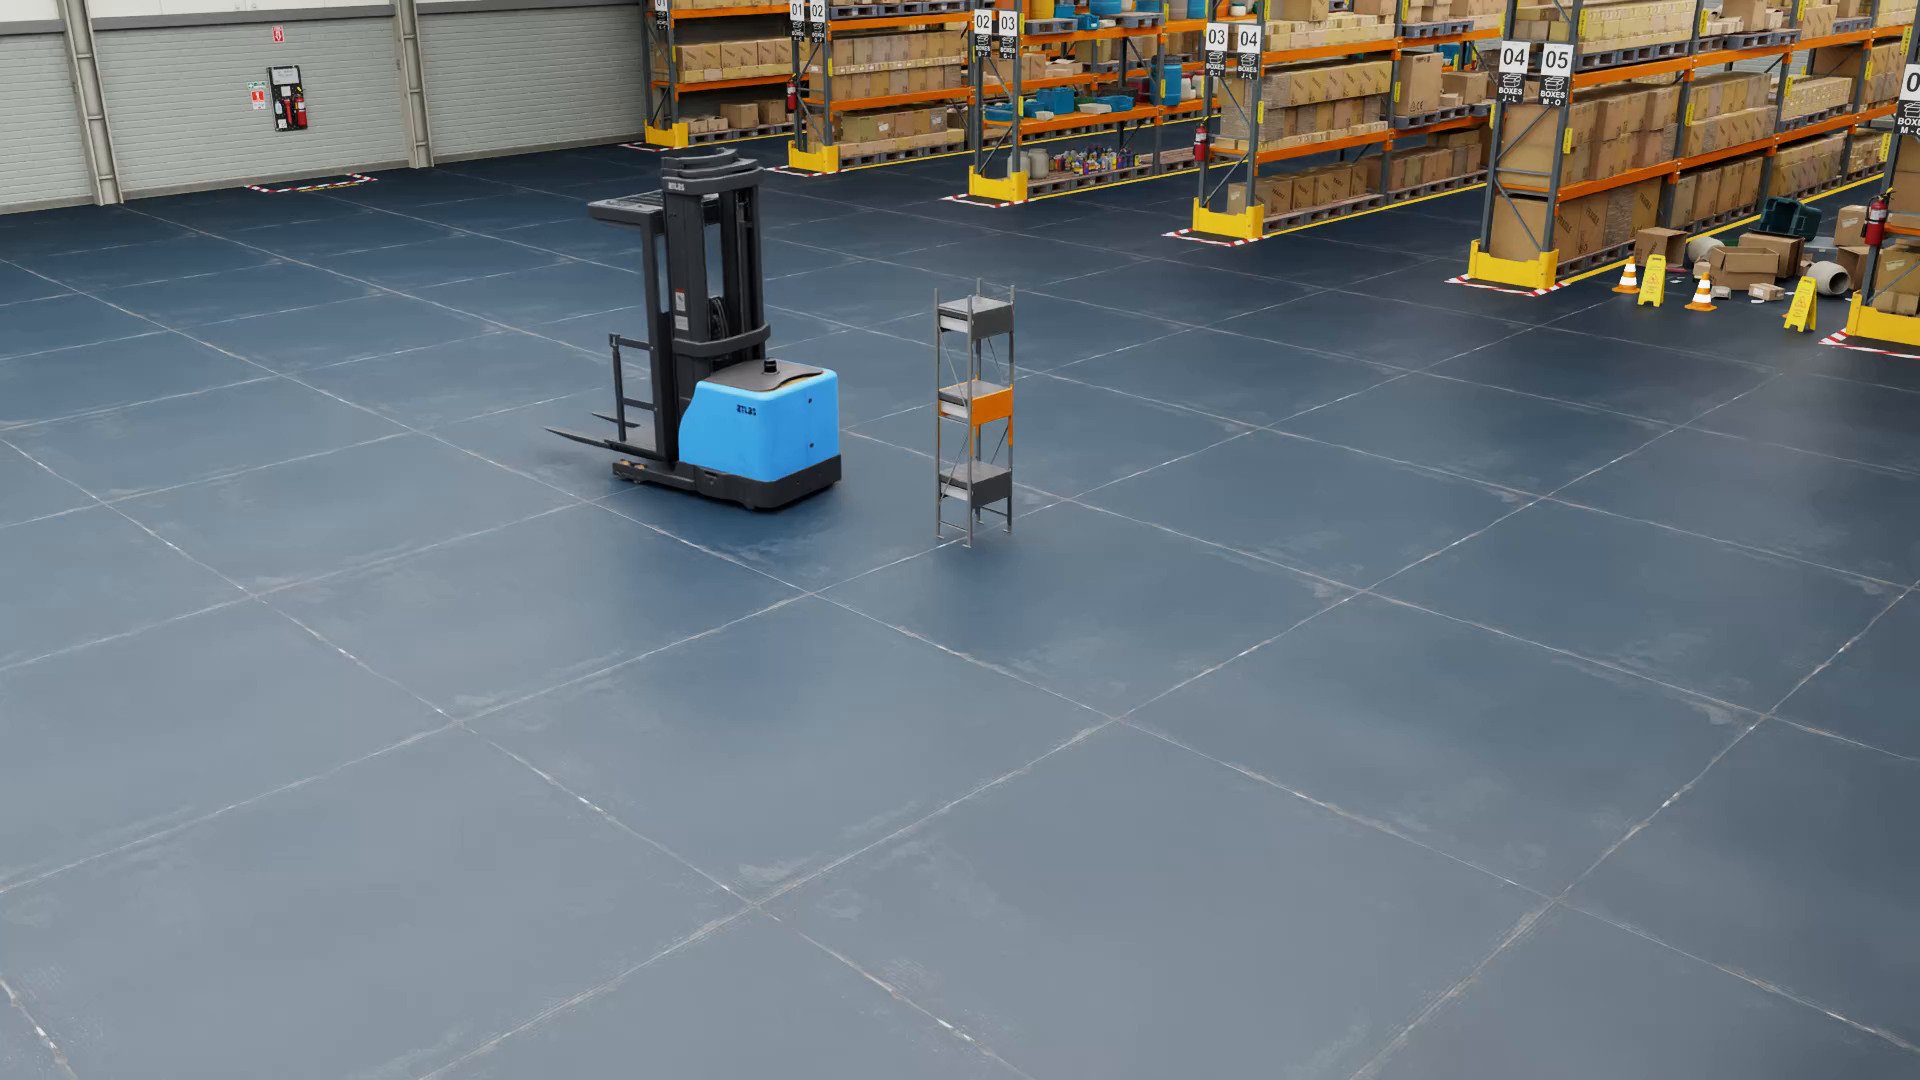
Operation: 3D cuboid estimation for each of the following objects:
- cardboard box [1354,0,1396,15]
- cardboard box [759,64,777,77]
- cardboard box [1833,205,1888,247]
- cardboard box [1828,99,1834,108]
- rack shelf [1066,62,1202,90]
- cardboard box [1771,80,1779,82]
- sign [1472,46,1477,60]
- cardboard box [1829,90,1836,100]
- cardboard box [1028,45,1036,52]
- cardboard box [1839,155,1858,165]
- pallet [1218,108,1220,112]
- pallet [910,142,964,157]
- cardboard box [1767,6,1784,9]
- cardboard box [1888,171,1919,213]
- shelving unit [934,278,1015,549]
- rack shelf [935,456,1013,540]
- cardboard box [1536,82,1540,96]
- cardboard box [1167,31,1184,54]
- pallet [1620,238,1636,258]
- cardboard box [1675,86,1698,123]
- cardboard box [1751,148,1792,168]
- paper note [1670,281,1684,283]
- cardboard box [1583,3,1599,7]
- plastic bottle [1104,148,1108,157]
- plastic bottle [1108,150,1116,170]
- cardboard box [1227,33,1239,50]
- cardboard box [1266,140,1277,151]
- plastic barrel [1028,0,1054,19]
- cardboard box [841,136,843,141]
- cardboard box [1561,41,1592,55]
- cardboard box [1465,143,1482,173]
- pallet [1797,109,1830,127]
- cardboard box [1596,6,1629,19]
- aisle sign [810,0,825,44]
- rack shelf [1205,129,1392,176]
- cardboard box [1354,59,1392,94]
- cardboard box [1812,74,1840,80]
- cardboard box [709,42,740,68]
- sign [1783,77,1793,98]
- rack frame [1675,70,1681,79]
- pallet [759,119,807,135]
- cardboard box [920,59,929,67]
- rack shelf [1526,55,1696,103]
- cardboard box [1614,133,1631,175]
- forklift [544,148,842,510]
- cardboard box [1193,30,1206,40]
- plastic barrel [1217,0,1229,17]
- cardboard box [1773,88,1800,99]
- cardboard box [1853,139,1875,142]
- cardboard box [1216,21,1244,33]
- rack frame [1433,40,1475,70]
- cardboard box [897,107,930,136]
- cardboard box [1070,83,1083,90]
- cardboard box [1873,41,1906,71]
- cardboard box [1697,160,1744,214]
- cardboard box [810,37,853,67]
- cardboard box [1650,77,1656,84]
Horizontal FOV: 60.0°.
[{"bbox_3d":[6.870,-8.950,27.475,0.500,0.500,0.500,18,28,39],"label":"cardboard box"},{"bbox_3d":[-4.453,-10.513,37.153,0.500,0.250,0.500,19,28,40],"label":"cardboard box"},{"bbox_3d":[12.805,-4.455,23.640,0.500,0.500,0.500,19,28,41],"label":"cardboard box"},{"bbox_3d":[15.399,-7.832,29.763,0.380,0.149,0.250,17,27,38],"label":"cardboard box"},{"bbox_3d":[4.091,-10.998,39.237,1.077,0.370,4.000,19,28,41],"label":"rack shelf"},{"bbox_3d":[14.559,-8.138,29.728,0.250,0.149,0.380,-19,28,-40],"label":"cardboard box"},{"bbox_3d":[12.229,-11.578,39.516,0.100,0.325,0.005,19,28,41],"label":"sign"},{"bbox_3d":[15.383,-7.963,29.689,0.380,0.149,0.250,18,27,39],"label":"cardboard box"},{"bbox_3d":[1.743,-12.750,43.115,0.250,0.149,0.380,-20,28,-41],"label":"cardboard box"},{"bbox_3d":[16.547,-7.117,31.111,0.250,0.149,0.380,-19,28,-40],"label":"cardboard box"},{"bbox_3d":[6.818,-11.037,42.224,1.003,0.211,1.213,19,28,41],"label":"pallet"},{"bbox_3d":[-0.679,-8.296,35.090,1.003,0.211,1.213,19,28,41],"label":"pallet"},{"bbox_3d":[13.491,-8.729,28.011,0.500,0.500,0.500,19,28,41],"label":"cardboard box"},{"bbox_3d":[11.492,-4.196,19.985,0.500,0.500,0.500,19,28,40],"label":"cardboard box"},{"bbox_3d":[0.115,-1.023,13.536,0.431,2.100,0.503,19,28,41],"label":"shelving unit"},{"bbox_3d":[0.115,-0.357,13.792,0.431,0.518,0.480,19,28,41],"label":"rack shelf"},{"bbox_3d":[11.038,-8.708,32.138,0.500,0.500,0.500,19,28,40],"label":"cardboard box"},{"bbox_3d":[4.996,-12.025,40.181,0.700,0.500,0.500,9,23,23],"label":"cardboard box"},{"bbox_3d":[9.898,-4.566,25.387,1.003,0.211,1.213,19,28,41],"label":"pallet"},{"bbox_3d":[10.826,-6.686,25.483,0.700,0.500,0.500,19,28,40],"label":"cardboard box"},{"bbox_3d":[13.929,-6.568,28.562,0.500,0.250,0.500,18,27,38],"label":"cardboard box"},{"bbox_3d":[9.975,-3.596,23.117,0.142,0.017,0.144,-10,23,-24],"label":"paper note"},{"bbox_3d":[8.750,-7.477,23.406,0.380,0.149,0.250,20,28,41],"label":"cardboard box"},{"bbox_3d":[2.787,-7.399,32.045,0.061,0.283,0.133,19,28,41],"label":"plastic bottle"},{"bbox_3d":[2.850,-7.149,31.300,0.144,0.351,0.185,19,28,40],"label":"plastic bottle"},{"bbox_3d":[4.365,-7.800,25.943,0.500,0.250,0.500,-19,28,-41],"label":"cardboard box"},{"bbox_3d":[4.768,-6.239,26.202,0.380,0.149,0.250,19,28,41],"label":"cardboard box"},{"bbox_3d":[1.366,-9.531,29.390,0.600,0.588,0.600,0,21,0],"label":"plastic barrel"},{"bbox_3d":[-2.382,-8.019,33.731,0.500,0.250,0.500,19,28,41],"label":"cardboard box"},{"bbox_3d":[8.163,-6.549,22.103,0.380,0.149,0.250,20,28,41],"label":"cardboard box"},{"bbox_3d":[9.338,-7.200,31.225,0.700,0.500,0.500,17,27,38],"label":"cardboard box"},{"bbox_3d":[14.626,-7.501,29.404,1.003,0.211,1.213,19,28,41],"label":"pallet"},{"bbox_3d":[8.864,-7.180,22.635,0.380,0.149,0.250,19,28,40],"label":"cardboard box"},{"bbox_3d":[-2.711,-9.883,31.710,0.394,0.787,0.004,19,28,41],"label":"aisle sign"},{"bbox_3d":[5.606,-6.461,27.433,1.077,0.370,4.000,19,28,41],"label":"rack shelf"},{"bbox_3d":[6.884,-7.779,27.911,0.500,0.500,0.500,19,28,41],"label":"cardboard box"},{"bbox_3d":[16.200,-8.481,31.131,0.500,0.500,0.500,19,28,41],"label":"cardboard box"},{"bbox_3d":[-5.171,-10.595,36.321,0.500,0.500,0.500,18,27,39],"label":"cardboard box"},{"bbox_3d":[13.674,-7.474,27.452,0.100,0.325,0.005,19,28,41],"label":"sign"},{"bbox_3d":[15.372,-10.396,36.667,1.000,3.000,0.127,19,28,41],"label":"rack frame"},{"bbox_3d":[-4.089,-9.547,38.346,1.003,0.211,1.213,19,28,41],"label":"pallet"},{"bbox_3d":[-0.842,-9.756,33.960,0.380,0.149,0.250,19,28,40],"label":"cardboard box"},{"bbox_3d":[9.089,-6.594,23.598,1.077,0.370,4.000,19,28,41],"label":"rack shelf"},{"bbox_3d":[9.109,-5.598,23.976,0.875,0.550,0.500,19,28,41],"label":"cardboard box"},{"bbox_3d":[-2.571,-2.025,14.984,3.031,2.935,1.130,14,25,32],"label":"forklift"},{"bbox_3d":[6.017,-12.412,40.380,0.500,0.500,0.500,-19,28,-41],"label":"cardboard box"},{"bbox_3d":[5.058,-10.854,33.081,0.600,0.830,0.708,19,28,41],"label":"plastic barrel"},{"bbox_3d":[14.096,-7.630,28.408,0.380,0.149,0.250,19,28,40],"label":"cardboard box"},{"bbox_3d":[17.362,-7.621,32.009,0.380,0.149,0.250,18,27,39],"label":"cardboard box"},{"bbox_3d":[4.181,-7.948,25.773,0.380,0.149,0.250,19,28,41],"label":"cardboard box"},{"bbox_3d":[11.823,-11.635,39.892,1.000,3.000,0.127,19,28,41],"label":"rack frame"},{"bbox_3d":[-0.964,-8.625,34.262,0.500,0.500,0.500,19,28,41],"label":"cardboard box"},{"bbox_3d":[2.883,-12.411,44.808,0.700,0.500,0.500,19,28,40],"label":"cardboard box"},{"bbox_3d":[17.638,-9.198,31.603,0.500,0.500,0.500,18,27,39],"label":"cardboard box"},{"bbox_3d":[12.178,-5.858,27.412,0.750,0.750,1.050,-20,28,-41],"label":"cardboard box"},{"bbox_3d":[-2.513,-9.546,32.508,0.700,0.500,0.500,19,28,41],"label":"cardboard box"},{"bbox_3d":[14.648,-9.841,35.576,0.380,0.149,0.250,18,28,39],"label":"cardboard box"}]
